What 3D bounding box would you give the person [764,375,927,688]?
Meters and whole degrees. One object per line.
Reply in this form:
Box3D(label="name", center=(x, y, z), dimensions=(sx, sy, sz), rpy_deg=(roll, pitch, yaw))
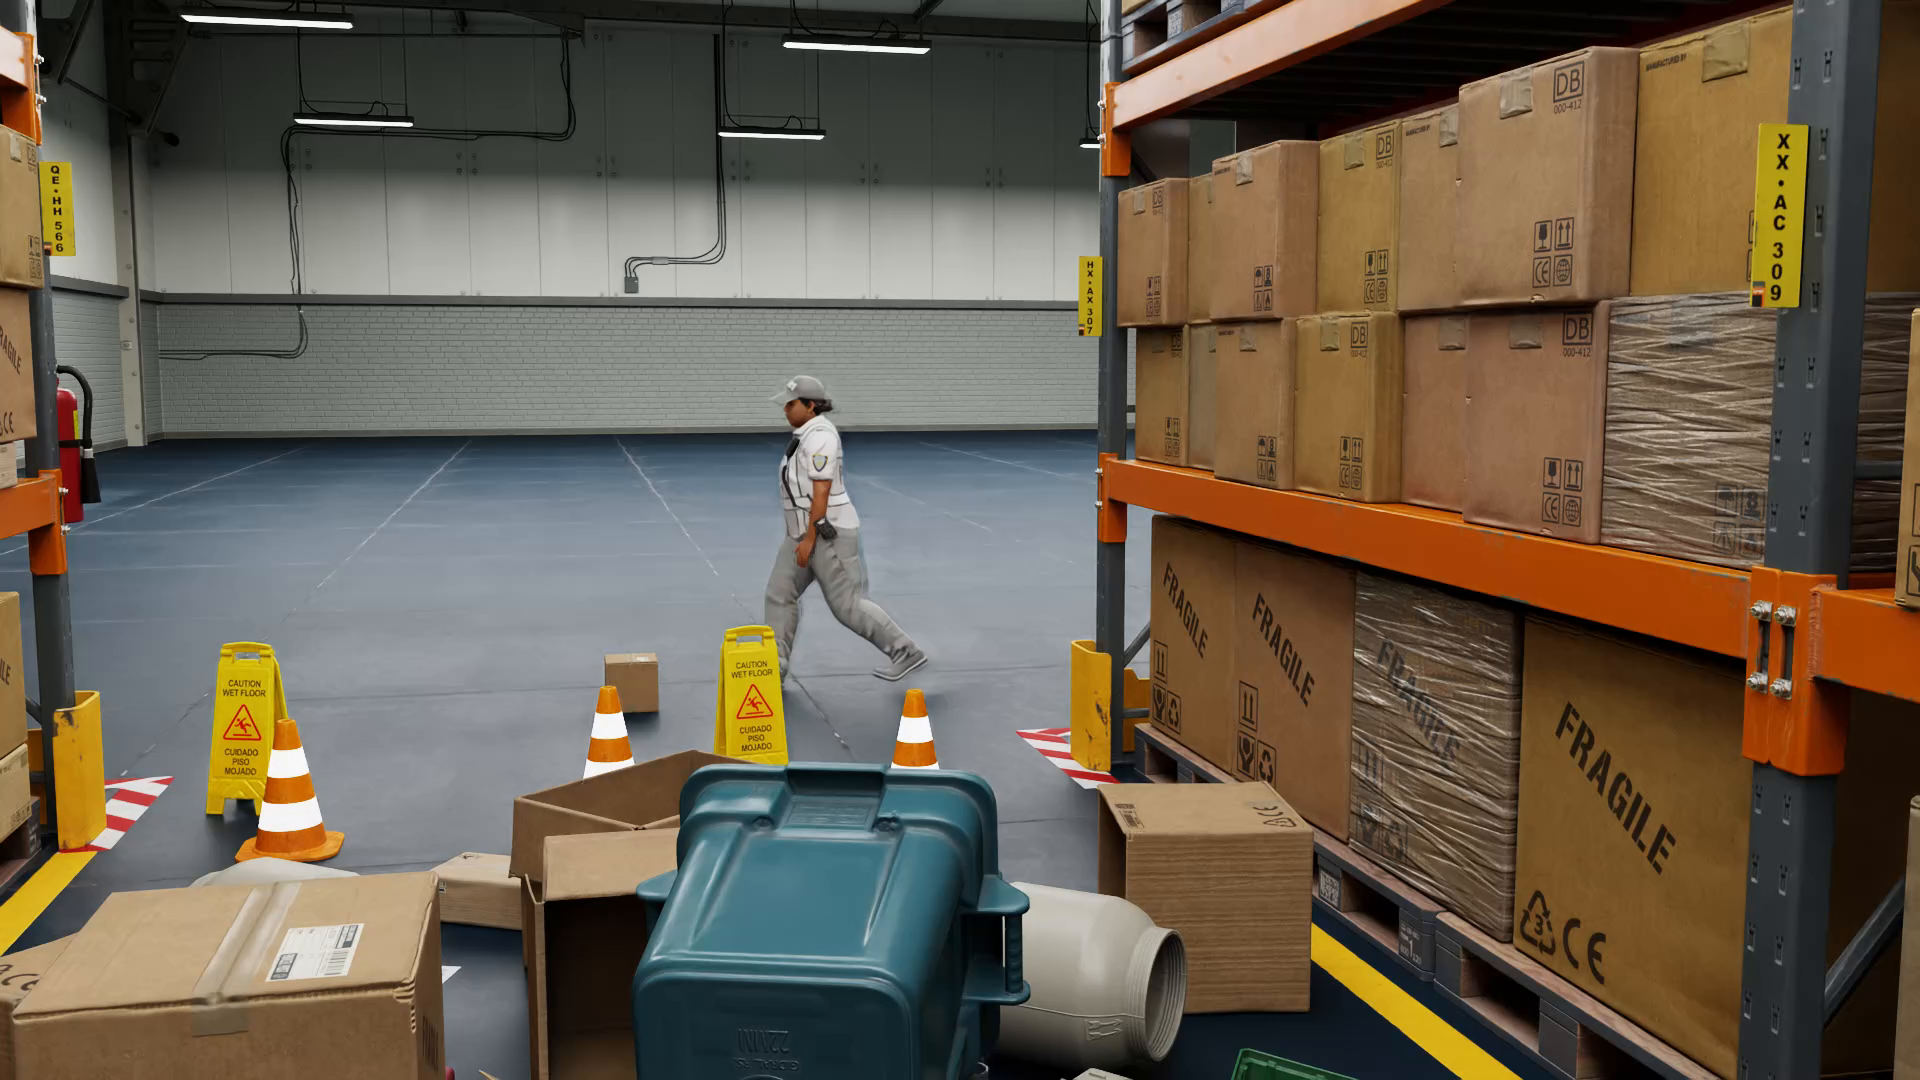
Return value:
Box3D(label="person", center=(-0.694, -0.034, 8.532), dimensions=(0.991, 1.618, 0.496), rpy_deg=(-2, 7, -18))
